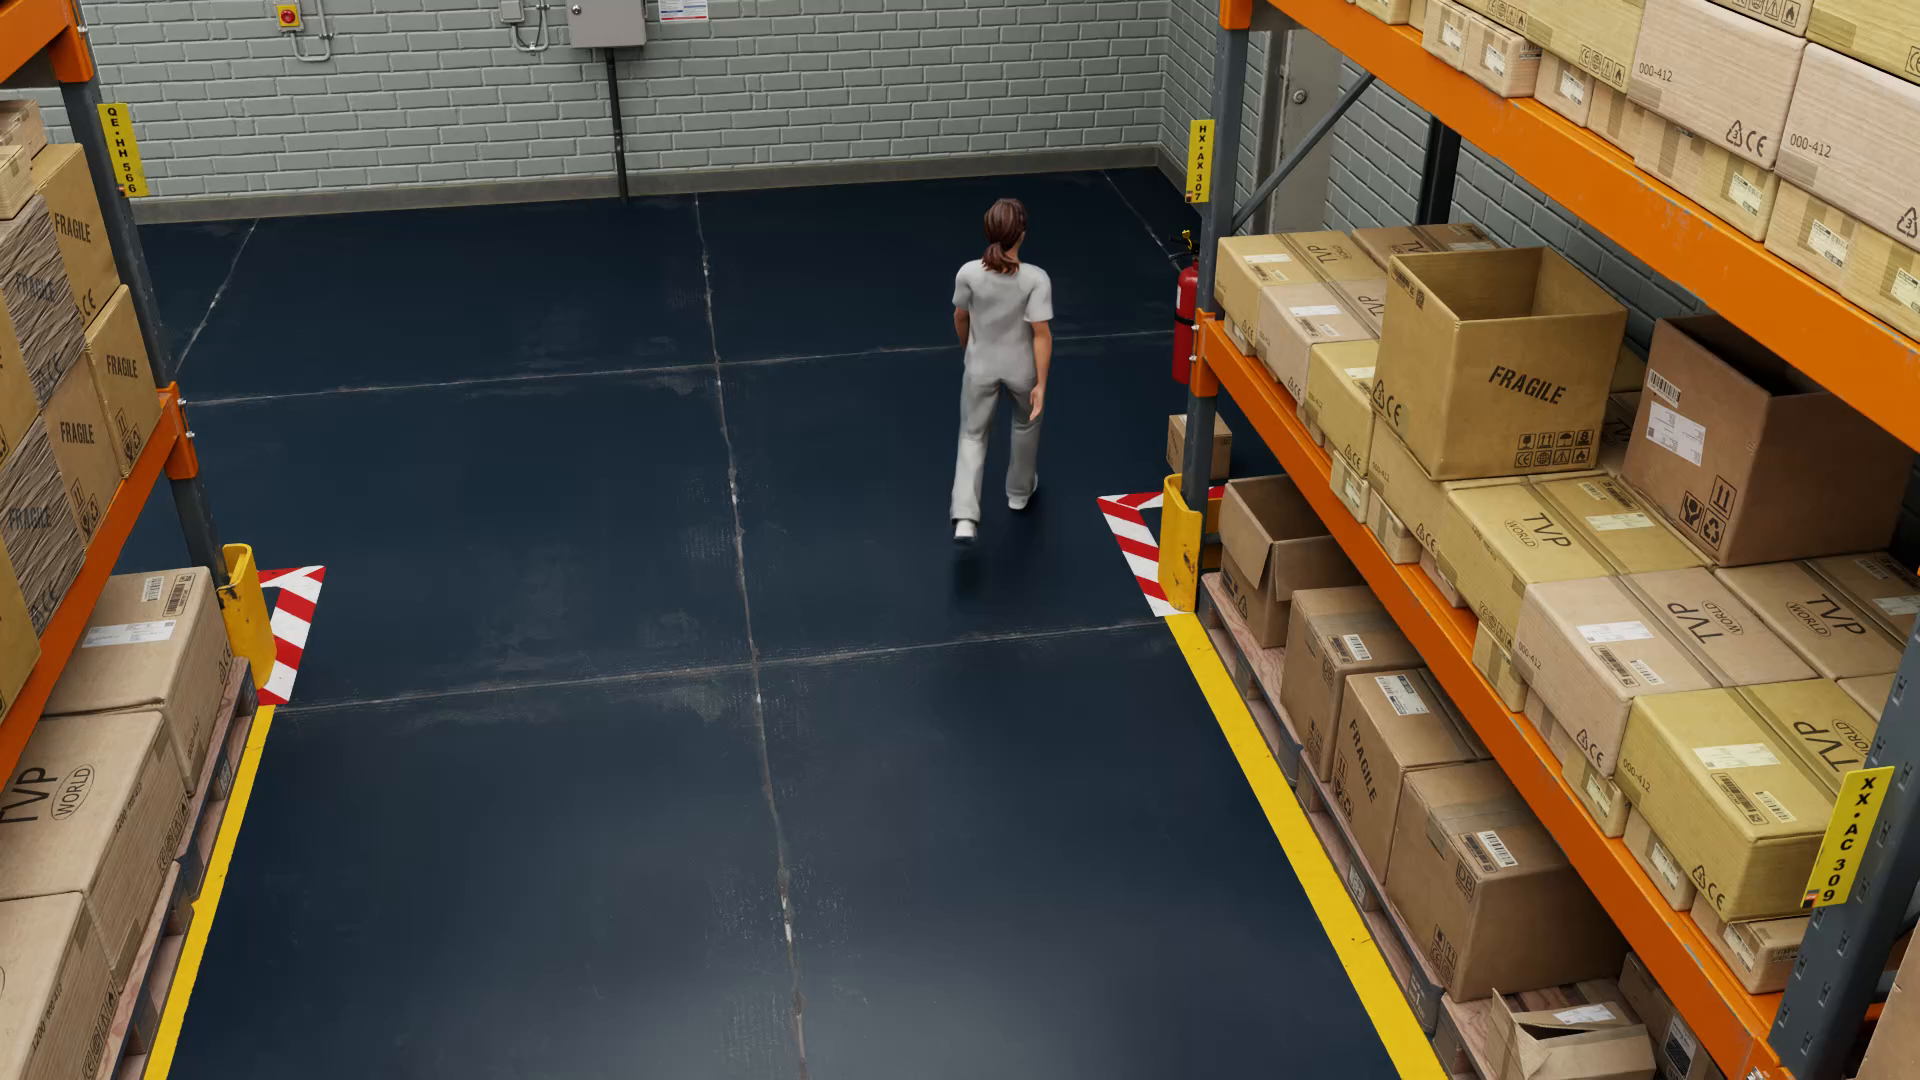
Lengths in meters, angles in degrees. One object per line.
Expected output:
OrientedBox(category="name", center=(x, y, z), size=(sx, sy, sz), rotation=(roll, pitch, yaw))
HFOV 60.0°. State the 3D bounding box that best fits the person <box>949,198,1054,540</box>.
OrientedBox(category="person", center=(0.193, -0.761, 7.411), size=(0.454, 1.620, 0.922), rotation=(4, 31, 7))
